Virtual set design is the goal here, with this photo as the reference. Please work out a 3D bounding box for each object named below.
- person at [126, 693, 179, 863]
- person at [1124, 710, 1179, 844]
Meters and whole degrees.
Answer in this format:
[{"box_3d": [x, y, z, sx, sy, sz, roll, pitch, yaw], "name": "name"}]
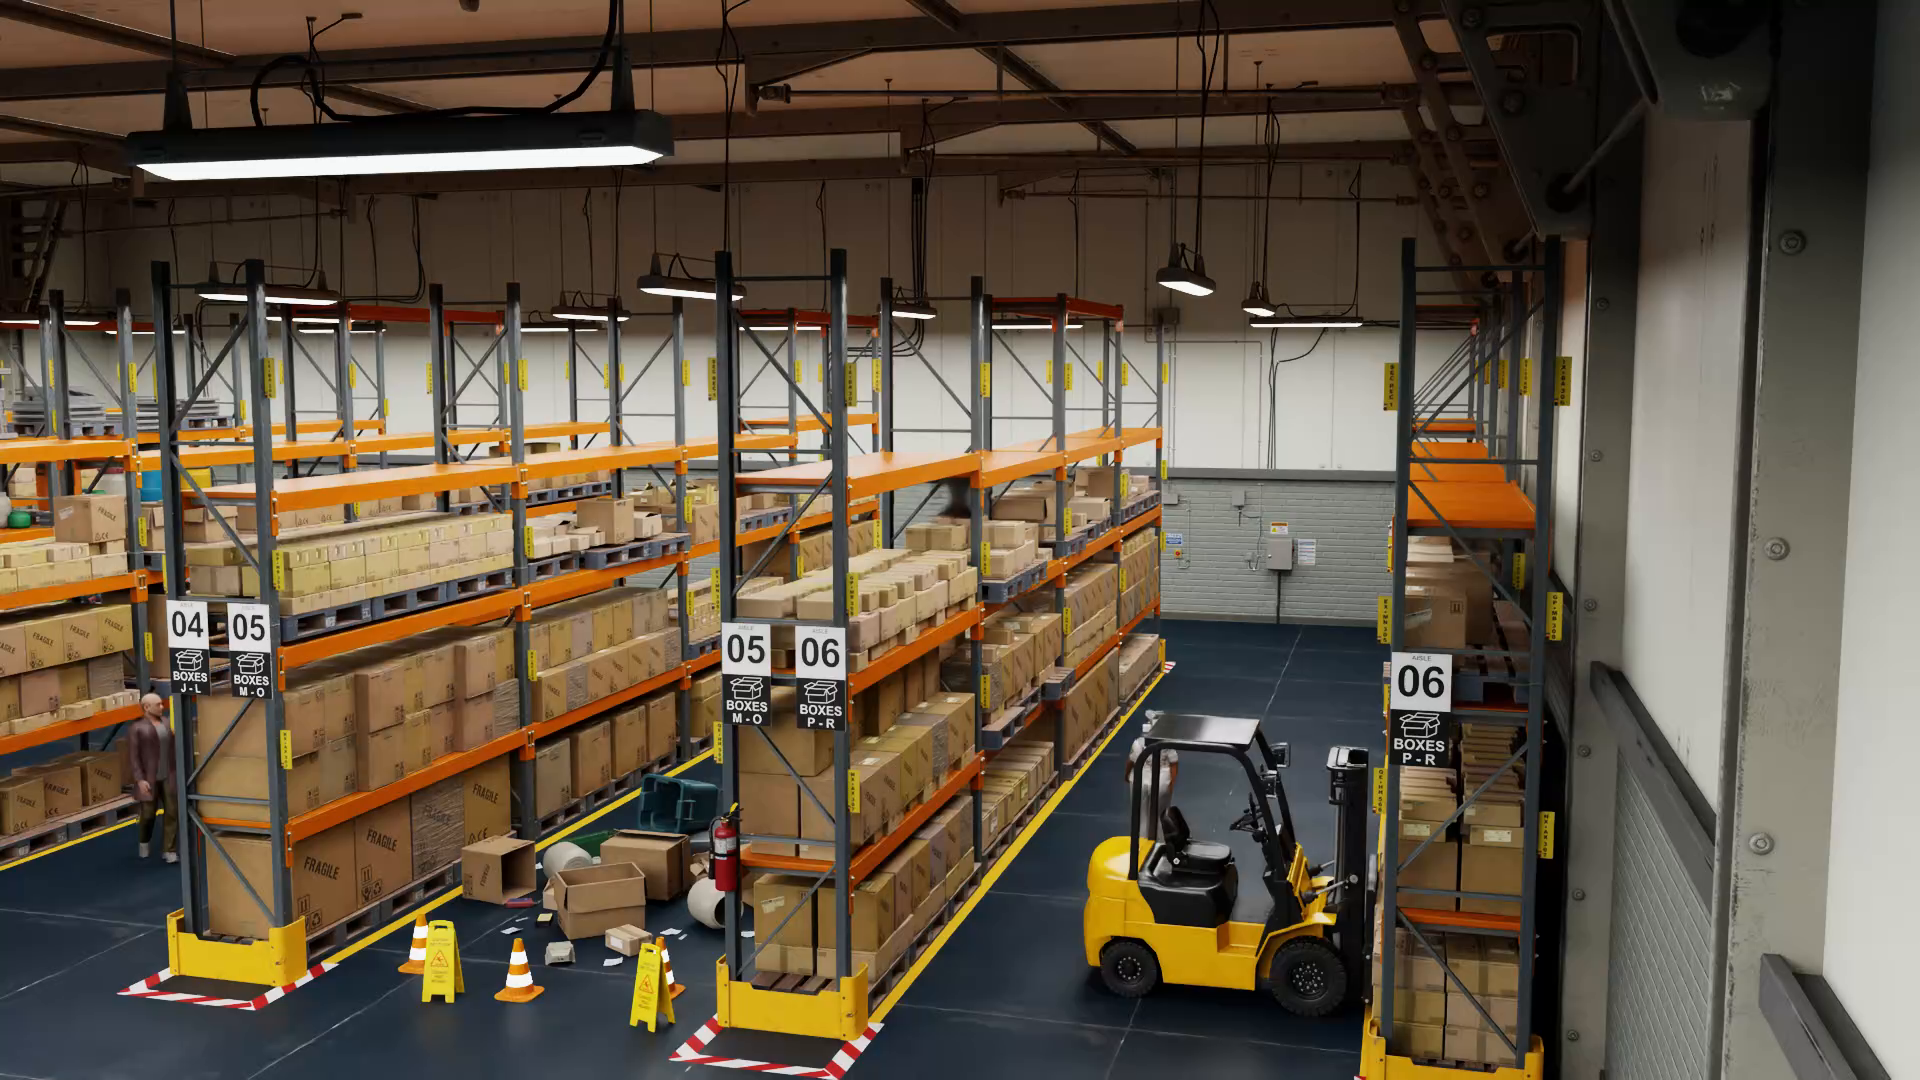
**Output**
[{"box_3d": [-8.375, 2.476, 17.366, 0.689, 1.779, 0.611, 6, 8, 44], "name": "person"}, {"box_3d": [1.962, 2.542, 17.129, 0.576, 1.659, 0.743, 1, 6, 12], "name": "person"}]
